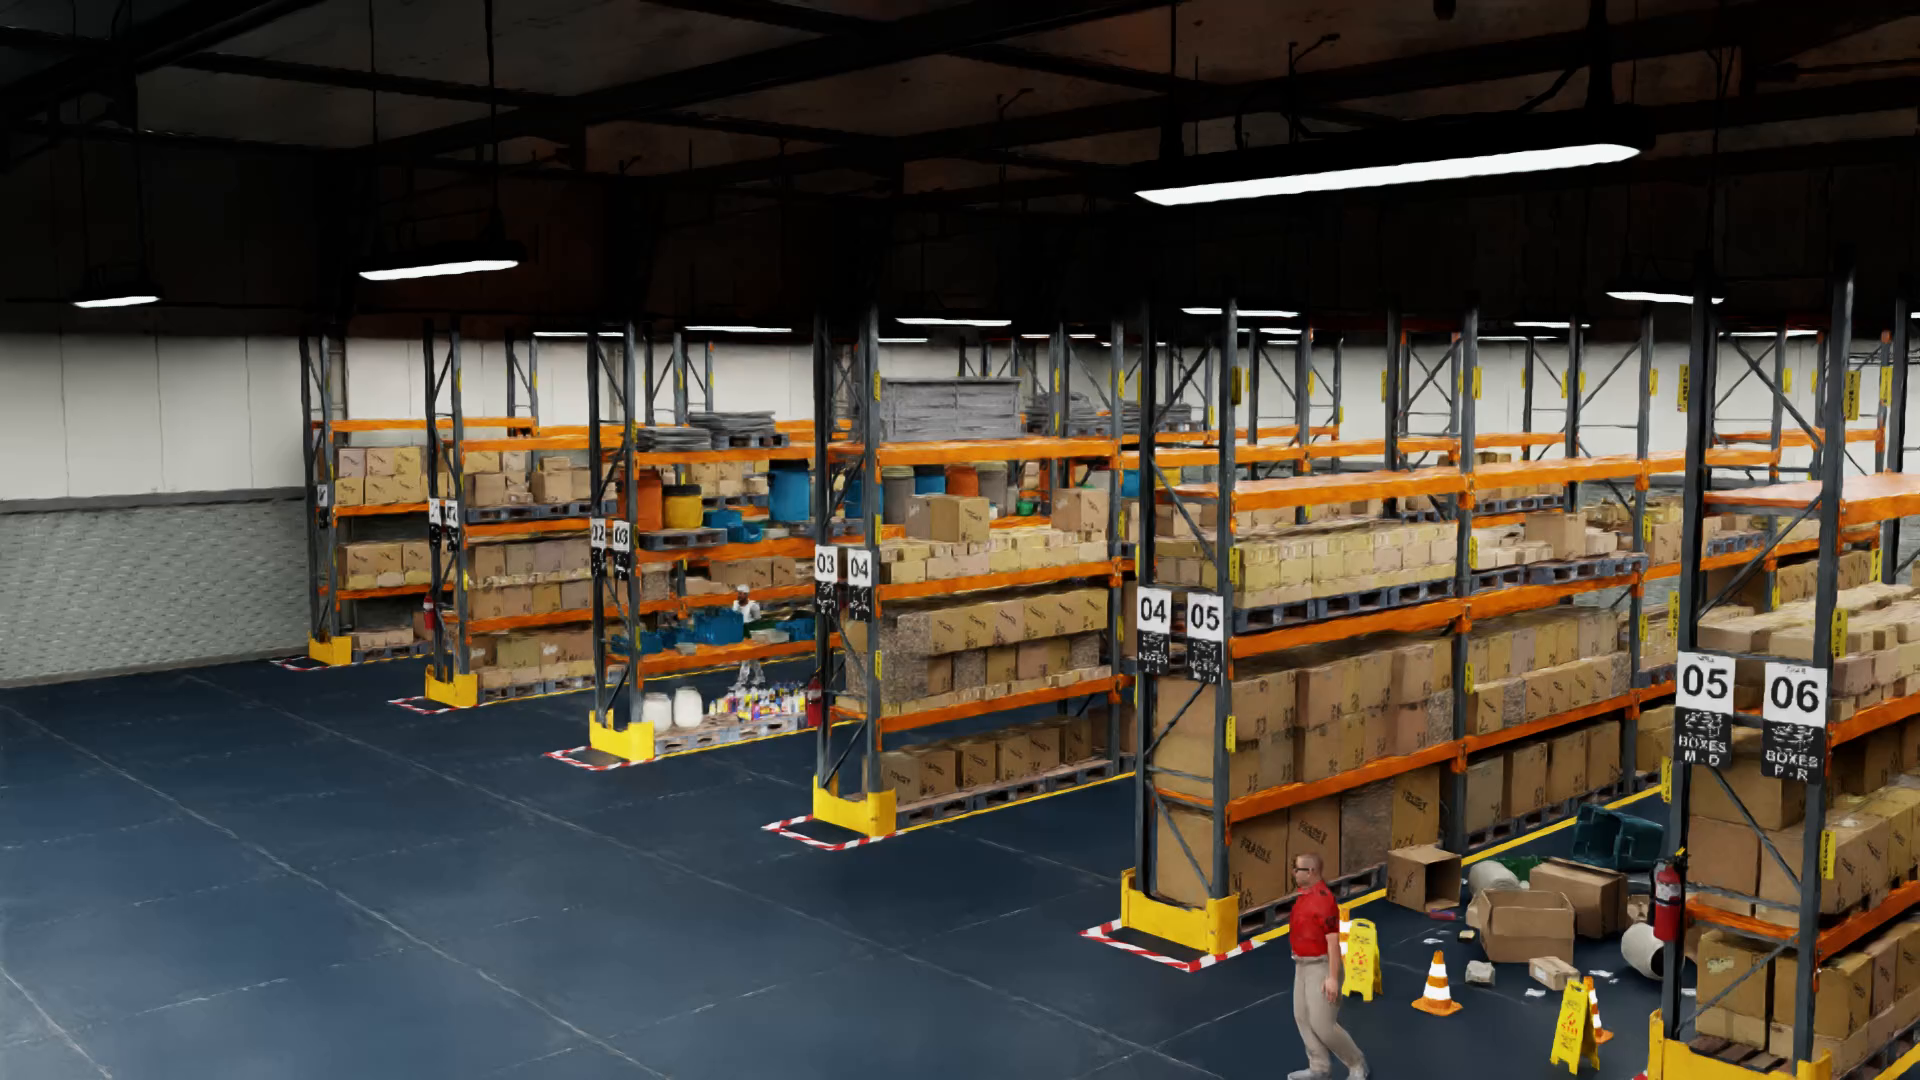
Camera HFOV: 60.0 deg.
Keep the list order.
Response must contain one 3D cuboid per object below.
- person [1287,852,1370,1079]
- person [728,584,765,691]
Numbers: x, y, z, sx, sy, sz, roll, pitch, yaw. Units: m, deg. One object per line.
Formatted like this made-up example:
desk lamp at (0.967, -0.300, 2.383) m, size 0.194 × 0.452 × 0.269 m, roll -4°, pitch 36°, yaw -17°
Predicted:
person at (2.674, 3.107, 12.015) m, size 0.568 × 1.709 × 0.600 m, roll -1°, pitch 6°, yaw -7°
person at (-3.517, 1.567, 27.046) m, size 0.554 × 1.724 × 1.031 m, roll 5°, pitch 7°, yaw 39°
